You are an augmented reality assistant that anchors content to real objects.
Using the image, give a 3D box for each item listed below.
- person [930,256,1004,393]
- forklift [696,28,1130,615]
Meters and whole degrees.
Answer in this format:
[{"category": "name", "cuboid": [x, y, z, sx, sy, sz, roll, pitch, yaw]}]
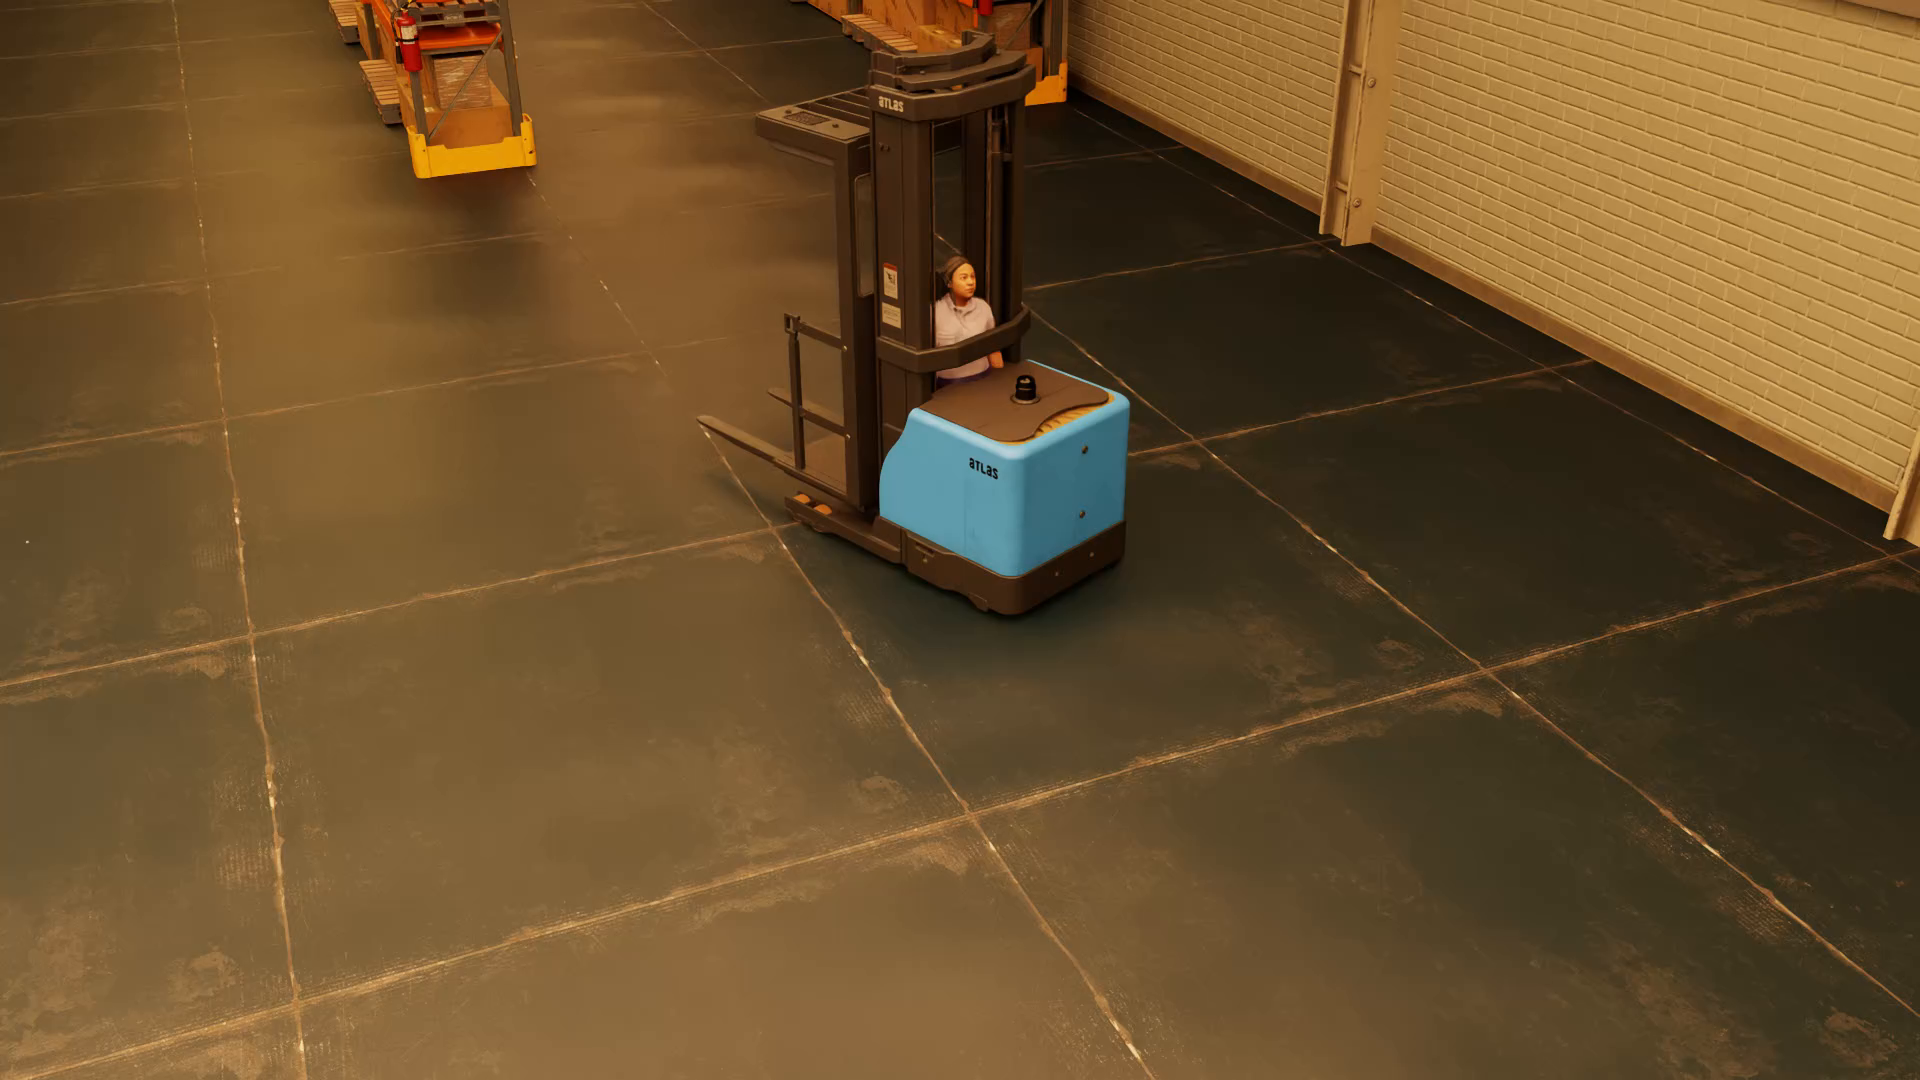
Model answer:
[{"category": "person", "cuboid": [0.009, -0.797, 9.525, 0.602, 1.611, 0.537, -12, 32, -20]}, {"category": "forklift", "cuboid": [-0.436, -1.483, 9.714, 3.031, 2.935, 1.130, 26, 39, 37]}]
